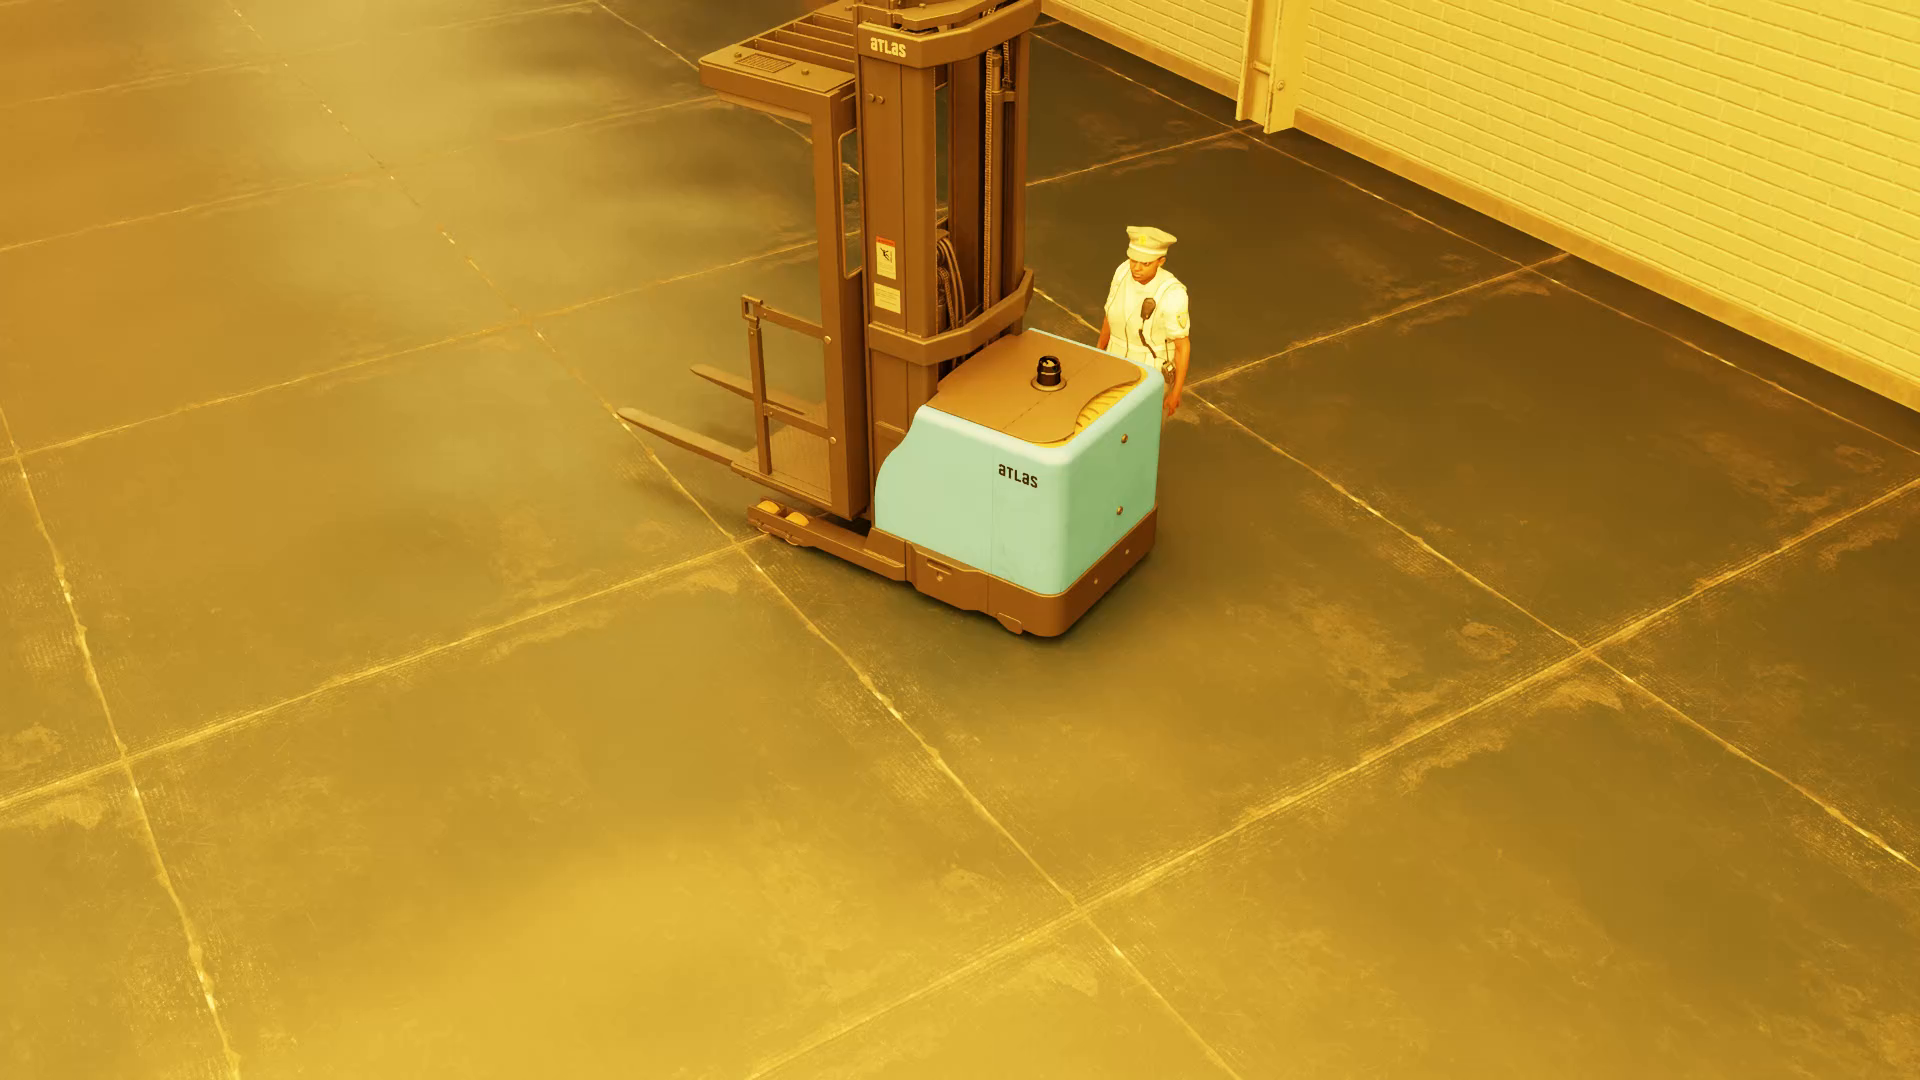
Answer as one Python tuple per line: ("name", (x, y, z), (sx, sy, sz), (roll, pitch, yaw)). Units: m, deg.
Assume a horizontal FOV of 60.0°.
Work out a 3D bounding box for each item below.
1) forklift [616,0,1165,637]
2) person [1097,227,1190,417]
("forklift", (-0.500, -1.399, 8.138), (3.031, 2.935, 1.130), (22, 41, 28))
("person", (0.810, -0.795, 8.353), (0.572, 1.682, 0.567), (28, 44, 34))
